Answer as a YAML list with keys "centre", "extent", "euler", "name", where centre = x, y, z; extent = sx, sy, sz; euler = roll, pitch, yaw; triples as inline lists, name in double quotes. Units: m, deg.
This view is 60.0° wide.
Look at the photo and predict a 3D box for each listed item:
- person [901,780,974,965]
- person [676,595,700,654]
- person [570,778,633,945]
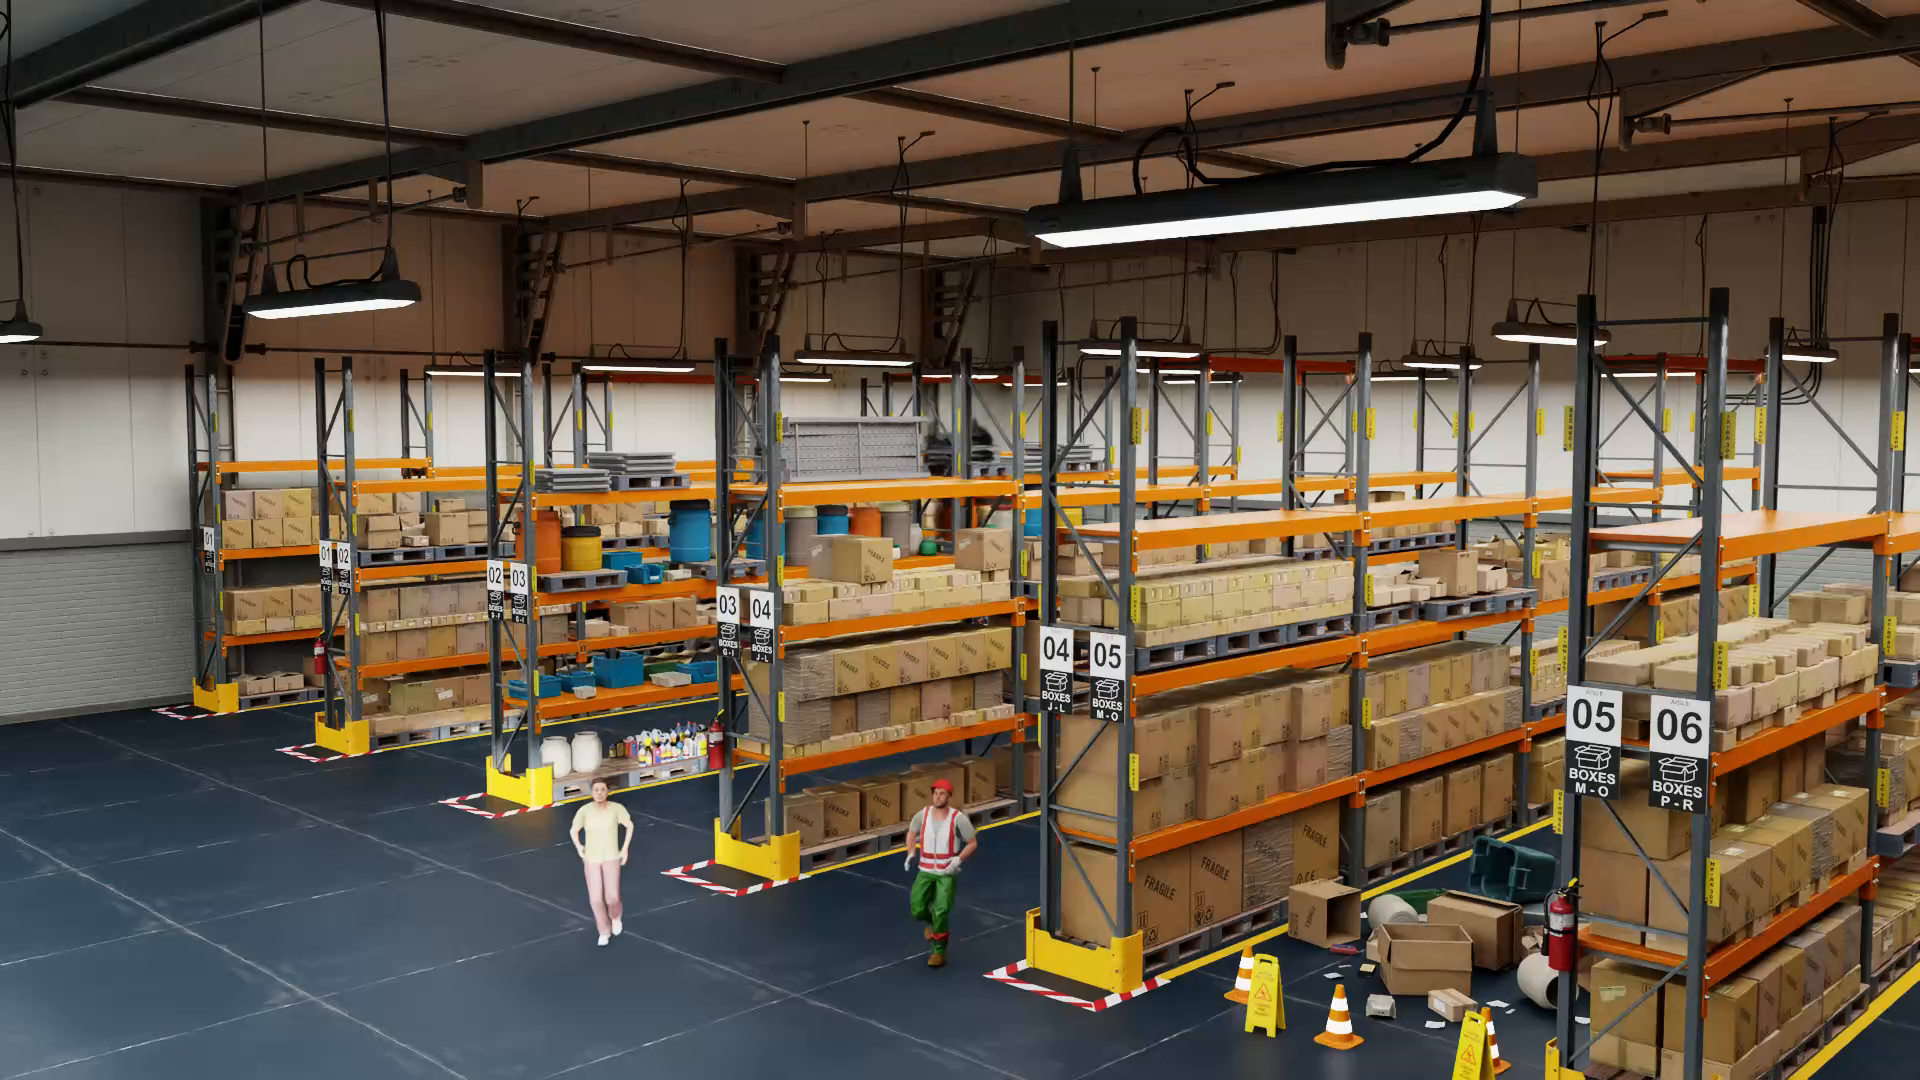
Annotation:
- centre: [-0.223, 3.111, 15.536]
  extent: [0.706, 1.721, 0.545]
  euler: [1, 4, 11]
  name: "person"
- centre: [-5.251, 1.883, 32.139]
  extent: [0.569, 1.656, 0.552]
  euler: [4, 6, 40]
  name: "person"
- centre: [-3.466, 3.111, 16.034]
  extent: [0.589, 1.641, 0.592]
  euler: [0, 4, -5]
  name: "person"
